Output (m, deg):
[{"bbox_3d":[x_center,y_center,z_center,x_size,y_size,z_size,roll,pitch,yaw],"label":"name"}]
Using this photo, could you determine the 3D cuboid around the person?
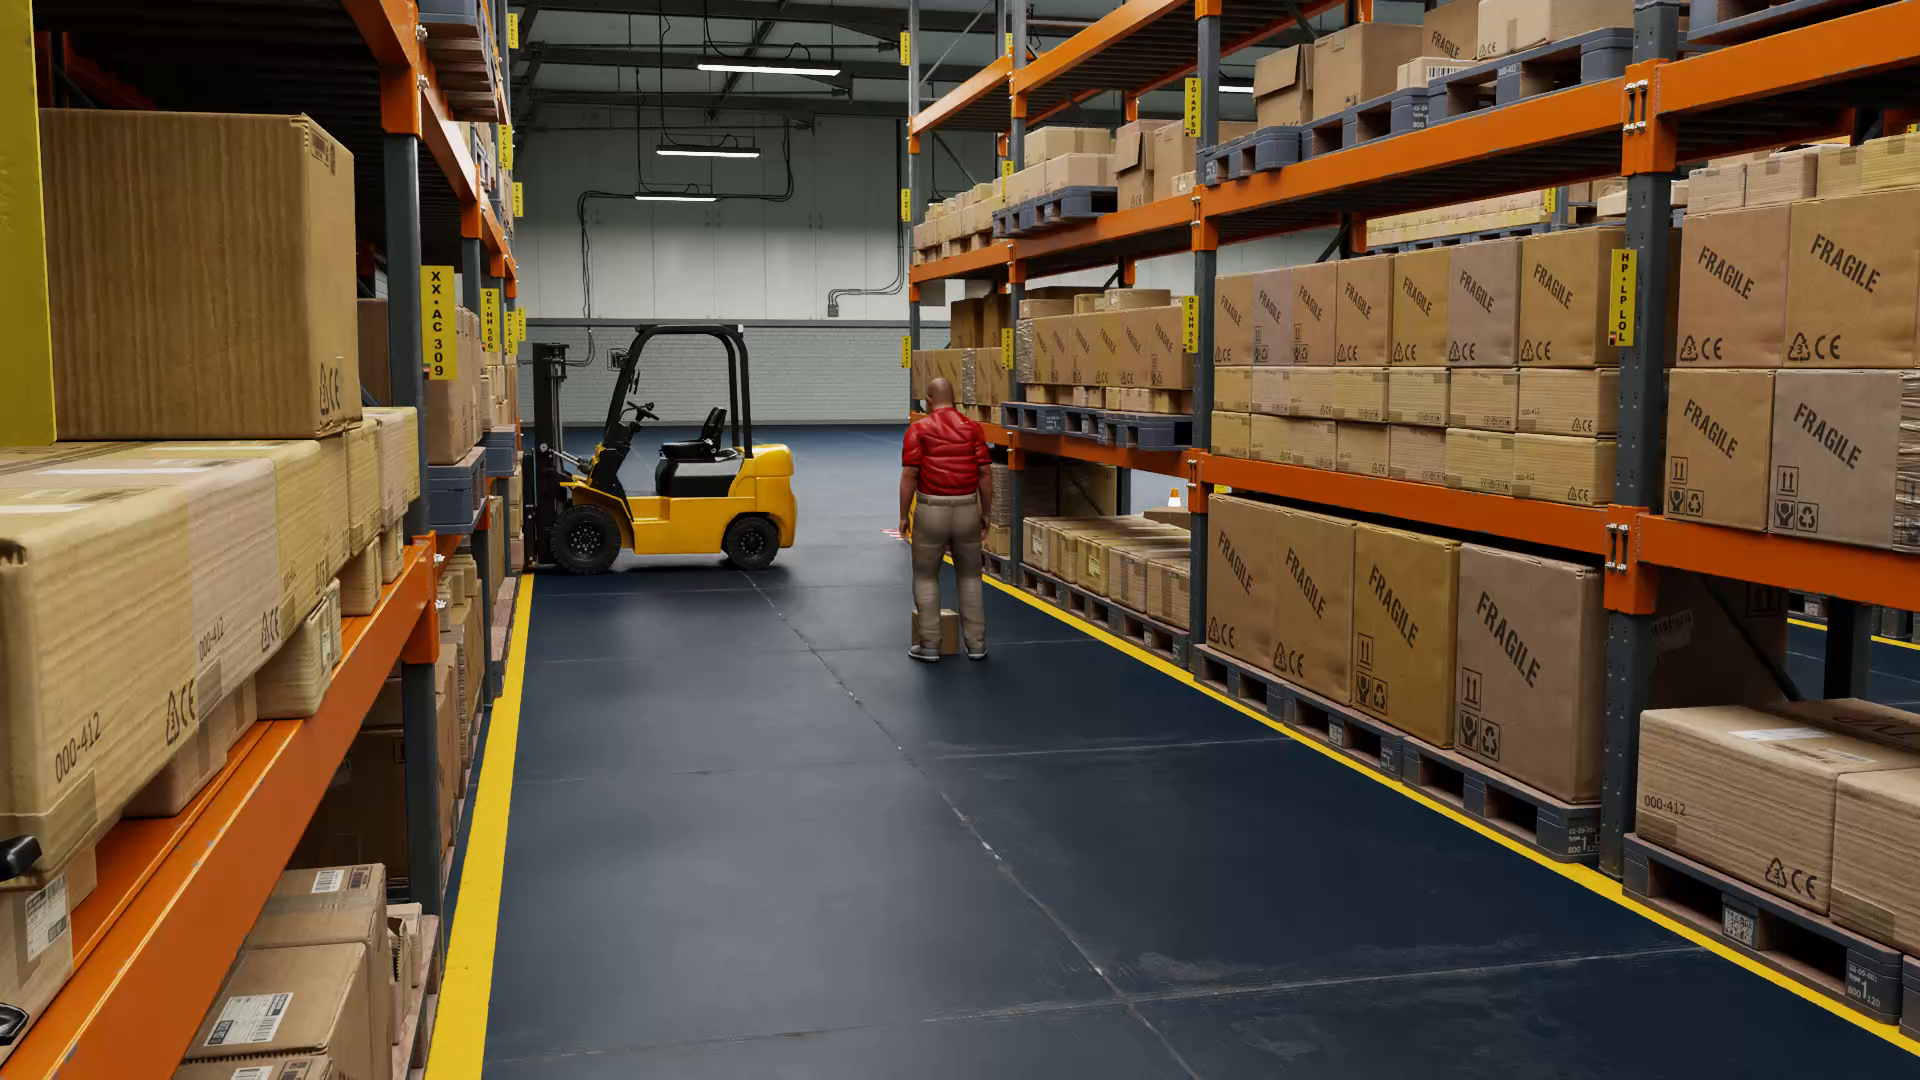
[{"bbox_3d":[-0.087,-0.127,10.205,0.586,1.727,0.393,-1,6,-13],"label":"person"}]
